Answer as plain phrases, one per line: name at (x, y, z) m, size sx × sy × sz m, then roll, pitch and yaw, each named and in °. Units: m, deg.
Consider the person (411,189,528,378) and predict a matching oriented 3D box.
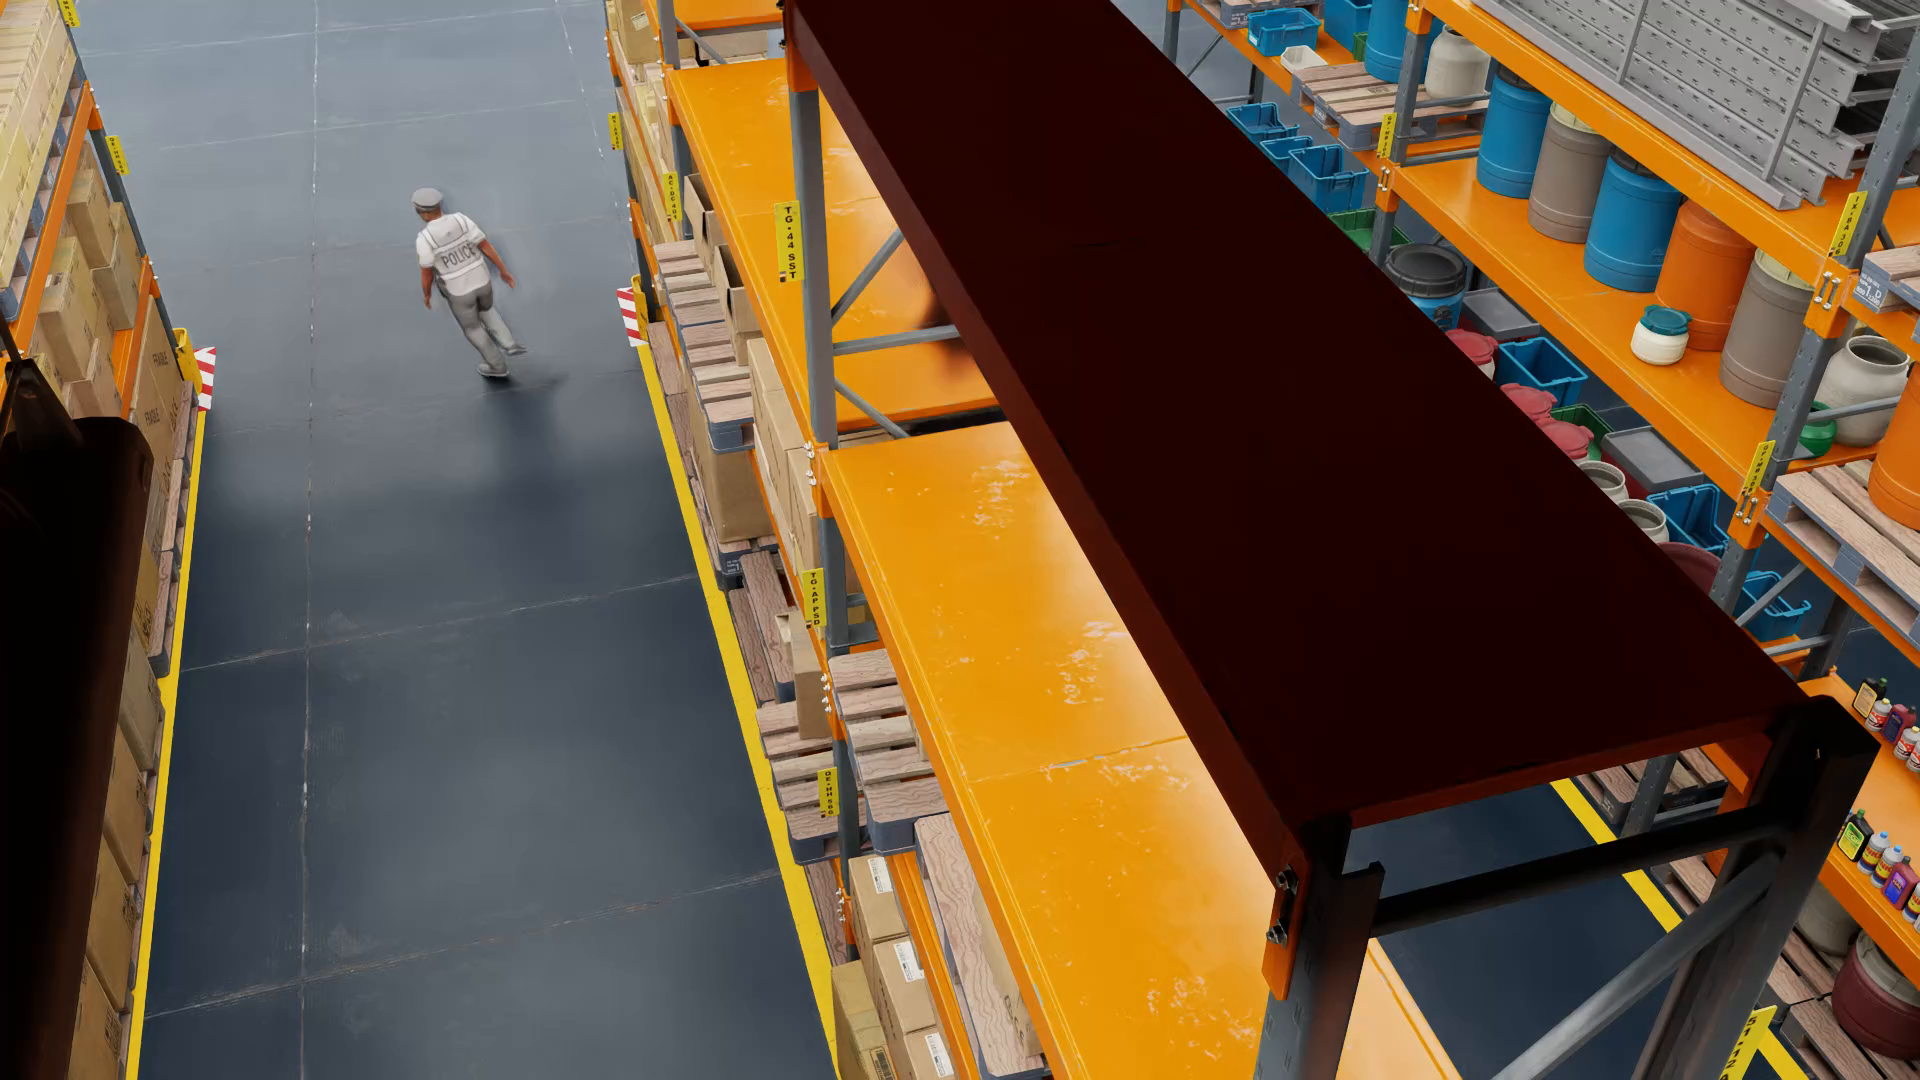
person at (-4.199, -2.166, 14.202) m, size 0.603 × 1.702 × 0.703 m, roll 29°, pitch 47°, yaw 31°
